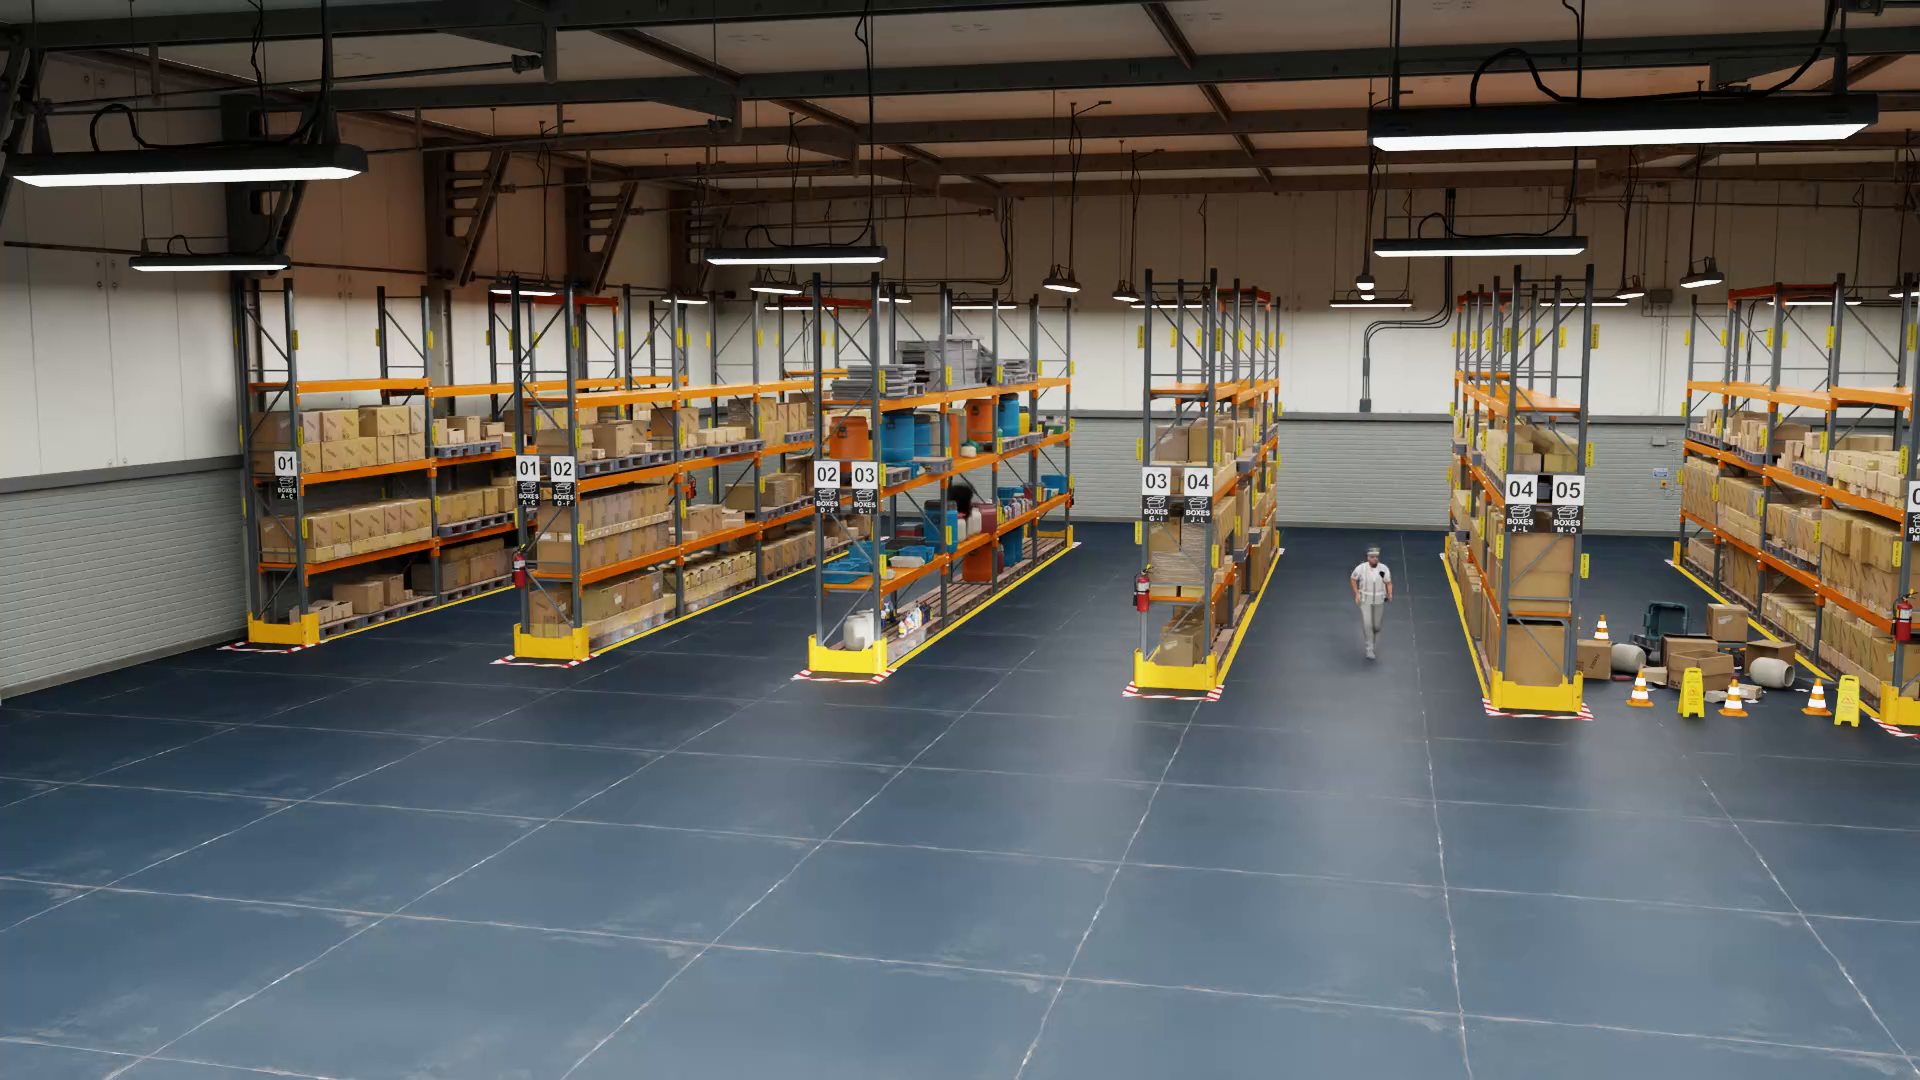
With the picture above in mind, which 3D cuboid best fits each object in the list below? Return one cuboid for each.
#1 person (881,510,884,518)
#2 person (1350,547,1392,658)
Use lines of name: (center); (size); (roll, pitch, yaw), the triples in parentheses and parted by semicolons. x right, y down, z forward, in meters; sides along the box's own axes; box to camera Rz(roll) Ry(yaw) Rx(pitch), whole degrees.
person: (-2.283, -0.963, 42.846); (0.539, 1.660, 0.653); (5, 8, 34)
person: (6.571, 0.967, 26.611); (0.644, 1.764, 0.839); (0, 7, 3)
